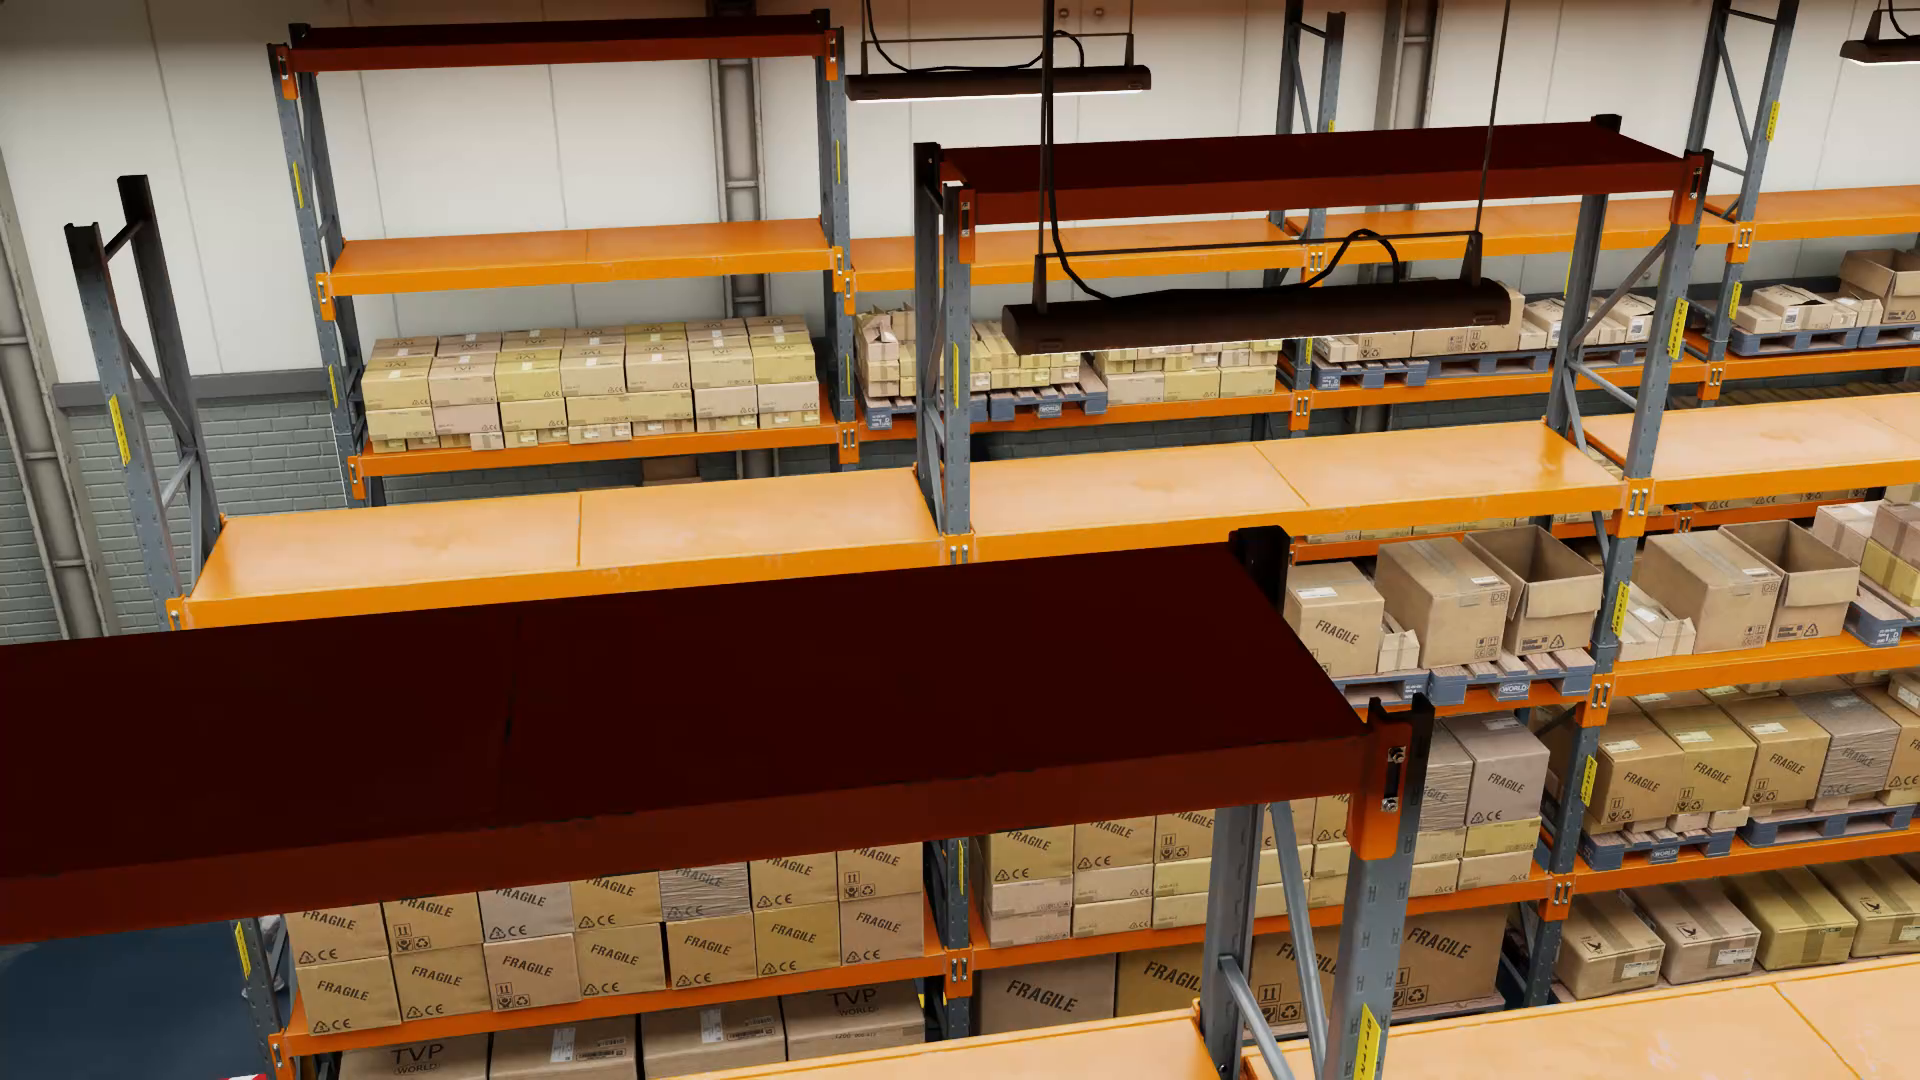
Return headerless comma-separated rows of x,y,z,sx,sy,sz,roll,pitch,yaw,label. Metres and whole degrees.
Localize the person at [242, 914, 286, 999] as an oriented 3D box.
-4.693,2.485,11.305,0.578,1.623,0.689,-14,29,-27,person
